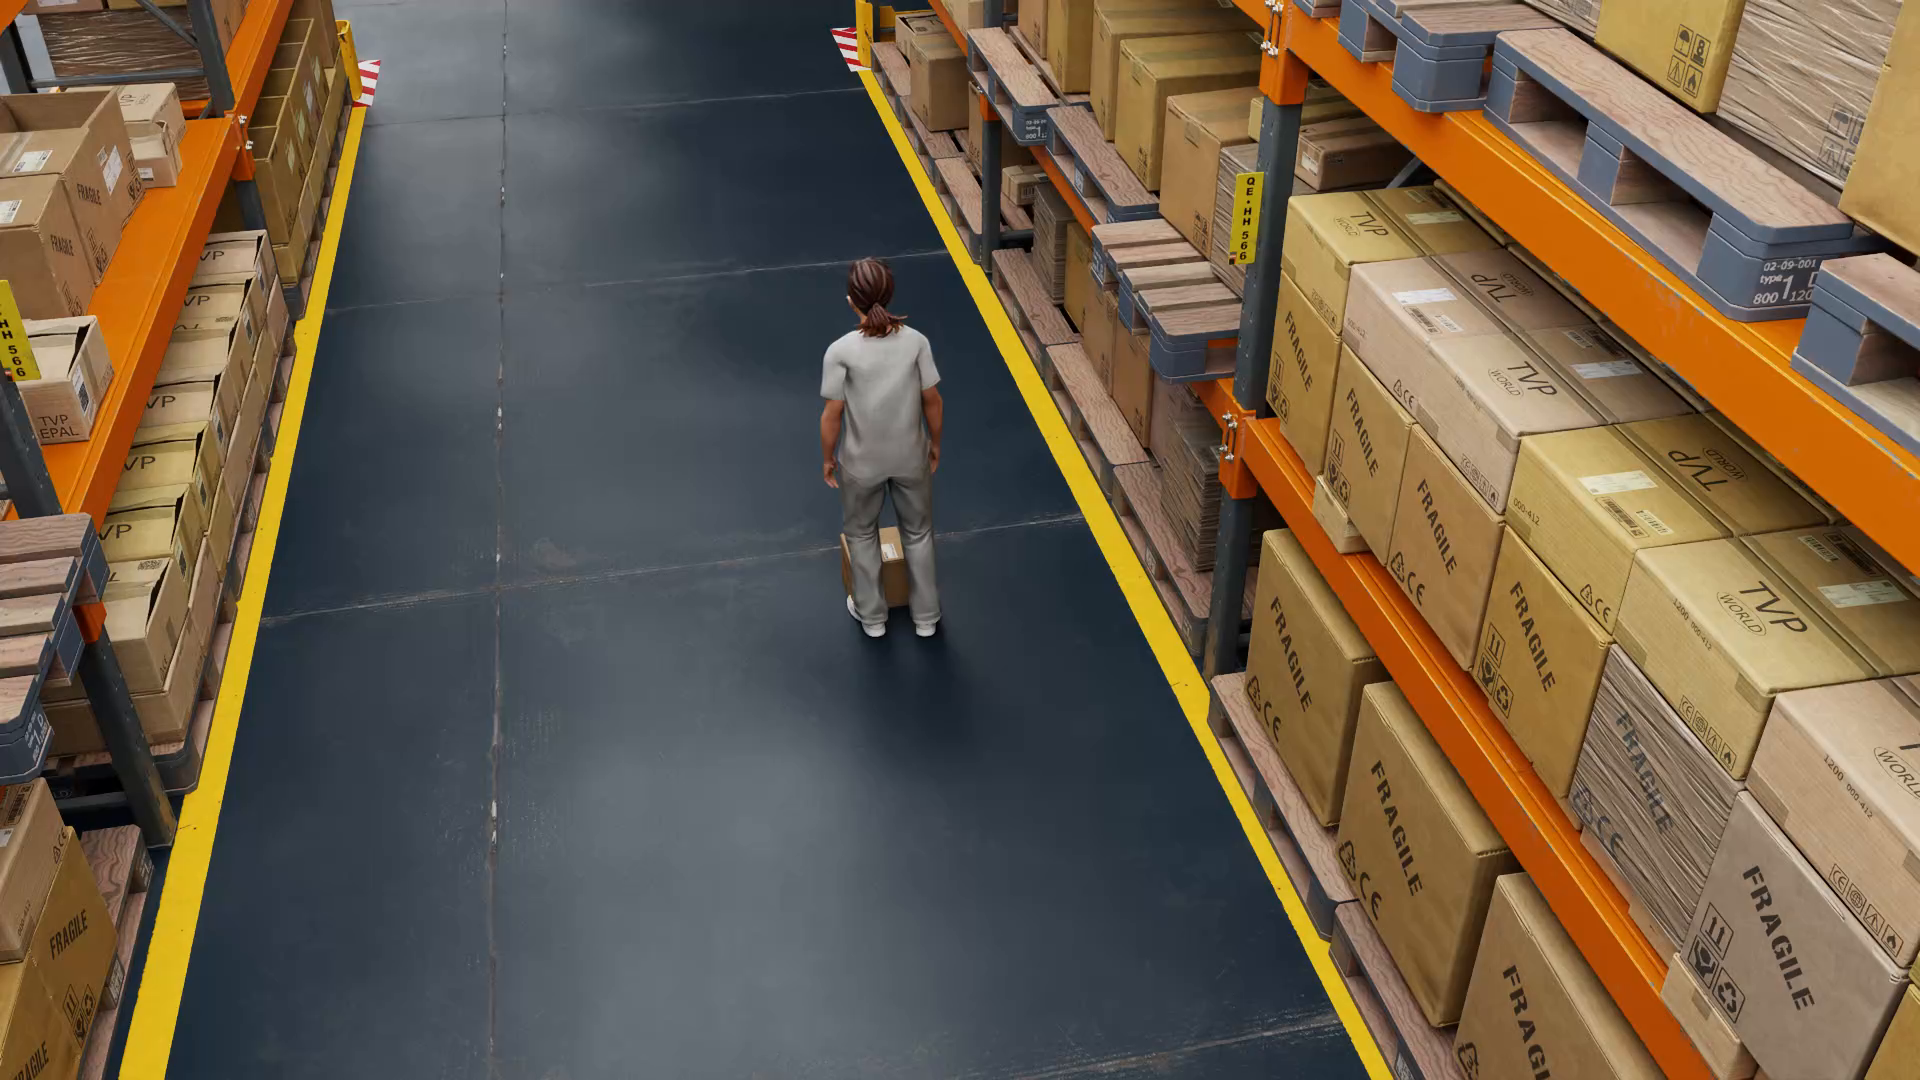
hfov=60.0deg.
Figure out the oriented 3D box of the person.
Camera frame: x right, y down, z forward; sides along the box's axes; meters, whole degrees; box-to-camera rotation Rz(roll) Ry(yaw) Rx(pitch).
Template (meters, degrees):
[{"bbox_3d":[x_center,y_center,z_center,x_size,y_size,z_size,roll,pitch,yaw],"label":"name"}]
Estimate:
[{"bbox_3d":[-0.311,-0.332,6.640,0.496,1.659,0.405,-8,35,-11],"label":"person"}]
